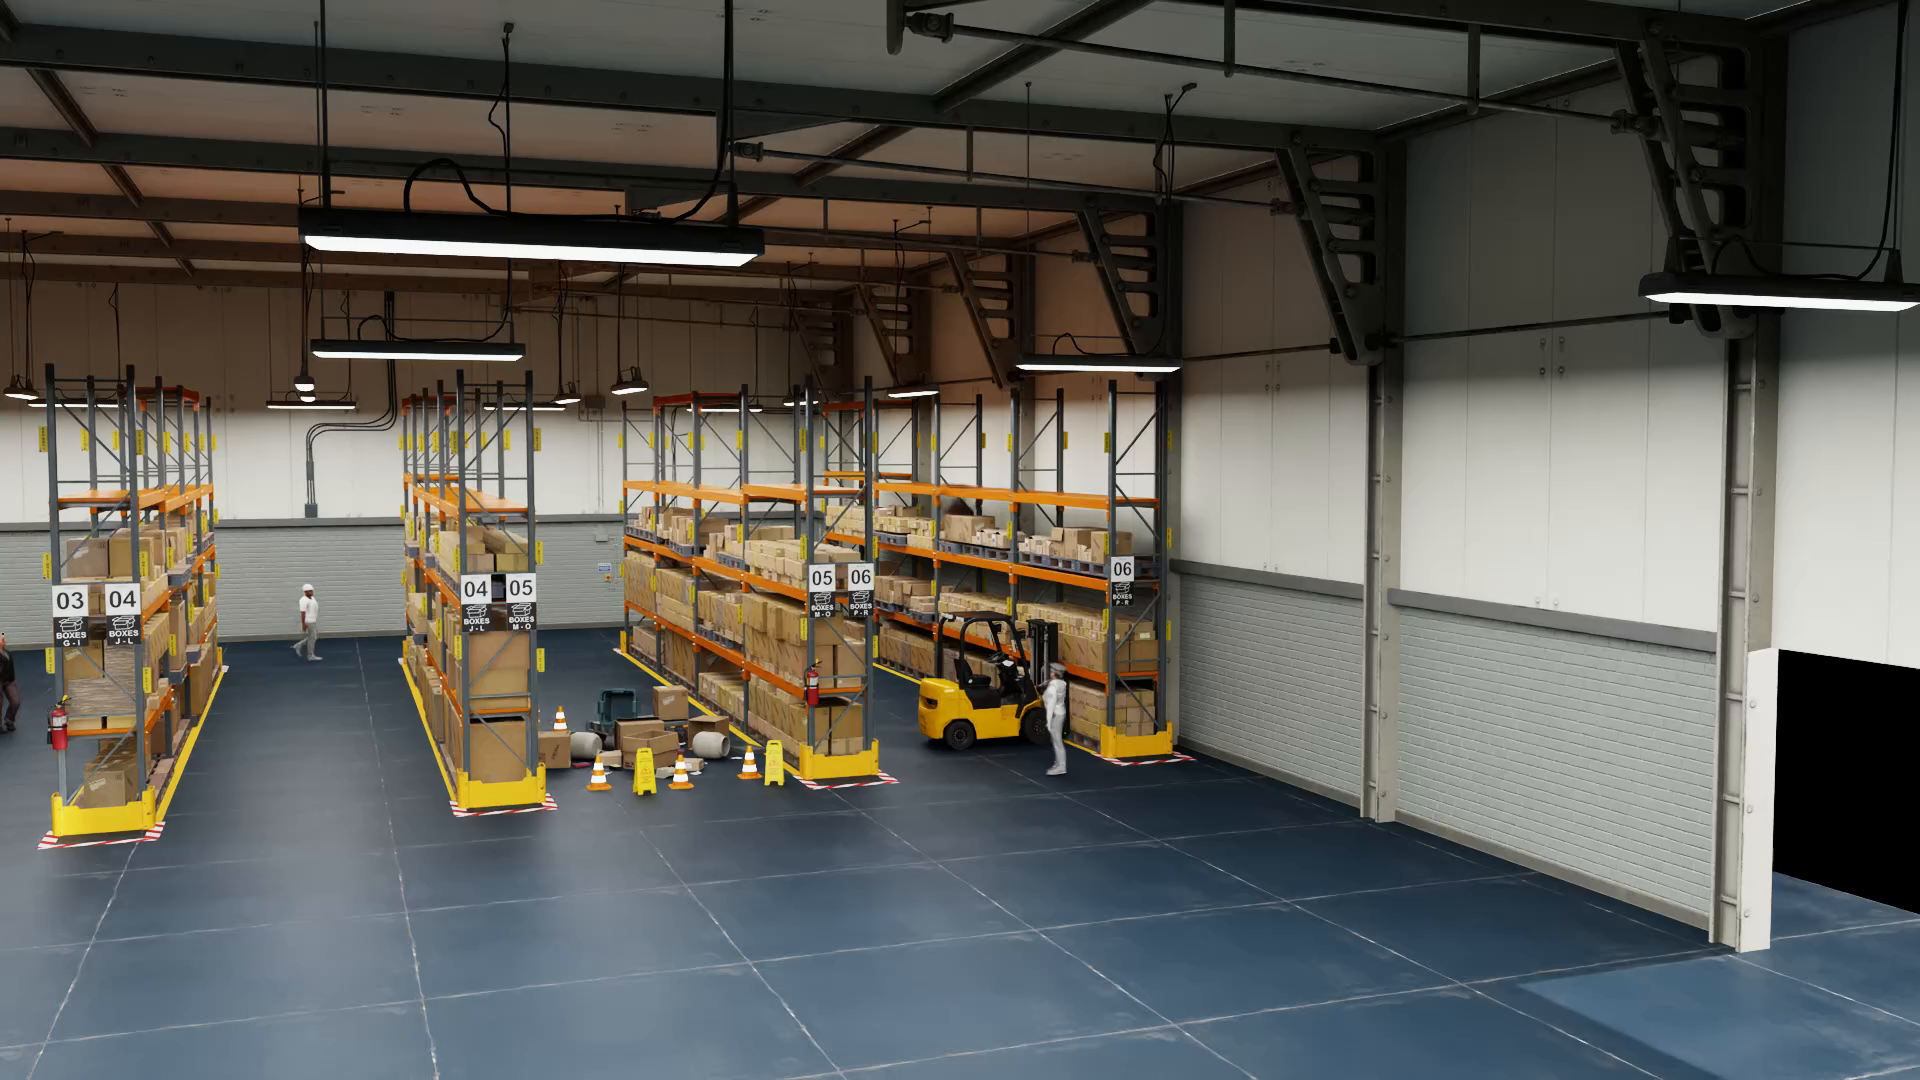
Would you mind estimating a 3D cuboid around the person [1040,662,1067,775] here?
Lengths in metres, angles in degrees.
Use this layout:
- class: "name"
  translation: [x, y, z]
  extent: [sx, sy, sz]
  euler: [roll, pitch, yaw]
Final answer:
- class: "person"
  translation: [1.421, 2.702, 25.141]
  extent: [0.398, 1.717, 0.586]
  euler: [0, 3, 6]

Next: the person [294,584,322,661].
- class: "person"
  translation: [-14.950, 1.884, 38.083]
  extent: [0.626, 1.757, 0.573]
  euler: [-1, 3, -15]

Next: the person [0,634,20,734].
- class: "person"
  translation: [-16.539, 2.480, 28.677]
  extent: [0.419, 1.736, 0.576]
  euler: [1, 4, 23]
